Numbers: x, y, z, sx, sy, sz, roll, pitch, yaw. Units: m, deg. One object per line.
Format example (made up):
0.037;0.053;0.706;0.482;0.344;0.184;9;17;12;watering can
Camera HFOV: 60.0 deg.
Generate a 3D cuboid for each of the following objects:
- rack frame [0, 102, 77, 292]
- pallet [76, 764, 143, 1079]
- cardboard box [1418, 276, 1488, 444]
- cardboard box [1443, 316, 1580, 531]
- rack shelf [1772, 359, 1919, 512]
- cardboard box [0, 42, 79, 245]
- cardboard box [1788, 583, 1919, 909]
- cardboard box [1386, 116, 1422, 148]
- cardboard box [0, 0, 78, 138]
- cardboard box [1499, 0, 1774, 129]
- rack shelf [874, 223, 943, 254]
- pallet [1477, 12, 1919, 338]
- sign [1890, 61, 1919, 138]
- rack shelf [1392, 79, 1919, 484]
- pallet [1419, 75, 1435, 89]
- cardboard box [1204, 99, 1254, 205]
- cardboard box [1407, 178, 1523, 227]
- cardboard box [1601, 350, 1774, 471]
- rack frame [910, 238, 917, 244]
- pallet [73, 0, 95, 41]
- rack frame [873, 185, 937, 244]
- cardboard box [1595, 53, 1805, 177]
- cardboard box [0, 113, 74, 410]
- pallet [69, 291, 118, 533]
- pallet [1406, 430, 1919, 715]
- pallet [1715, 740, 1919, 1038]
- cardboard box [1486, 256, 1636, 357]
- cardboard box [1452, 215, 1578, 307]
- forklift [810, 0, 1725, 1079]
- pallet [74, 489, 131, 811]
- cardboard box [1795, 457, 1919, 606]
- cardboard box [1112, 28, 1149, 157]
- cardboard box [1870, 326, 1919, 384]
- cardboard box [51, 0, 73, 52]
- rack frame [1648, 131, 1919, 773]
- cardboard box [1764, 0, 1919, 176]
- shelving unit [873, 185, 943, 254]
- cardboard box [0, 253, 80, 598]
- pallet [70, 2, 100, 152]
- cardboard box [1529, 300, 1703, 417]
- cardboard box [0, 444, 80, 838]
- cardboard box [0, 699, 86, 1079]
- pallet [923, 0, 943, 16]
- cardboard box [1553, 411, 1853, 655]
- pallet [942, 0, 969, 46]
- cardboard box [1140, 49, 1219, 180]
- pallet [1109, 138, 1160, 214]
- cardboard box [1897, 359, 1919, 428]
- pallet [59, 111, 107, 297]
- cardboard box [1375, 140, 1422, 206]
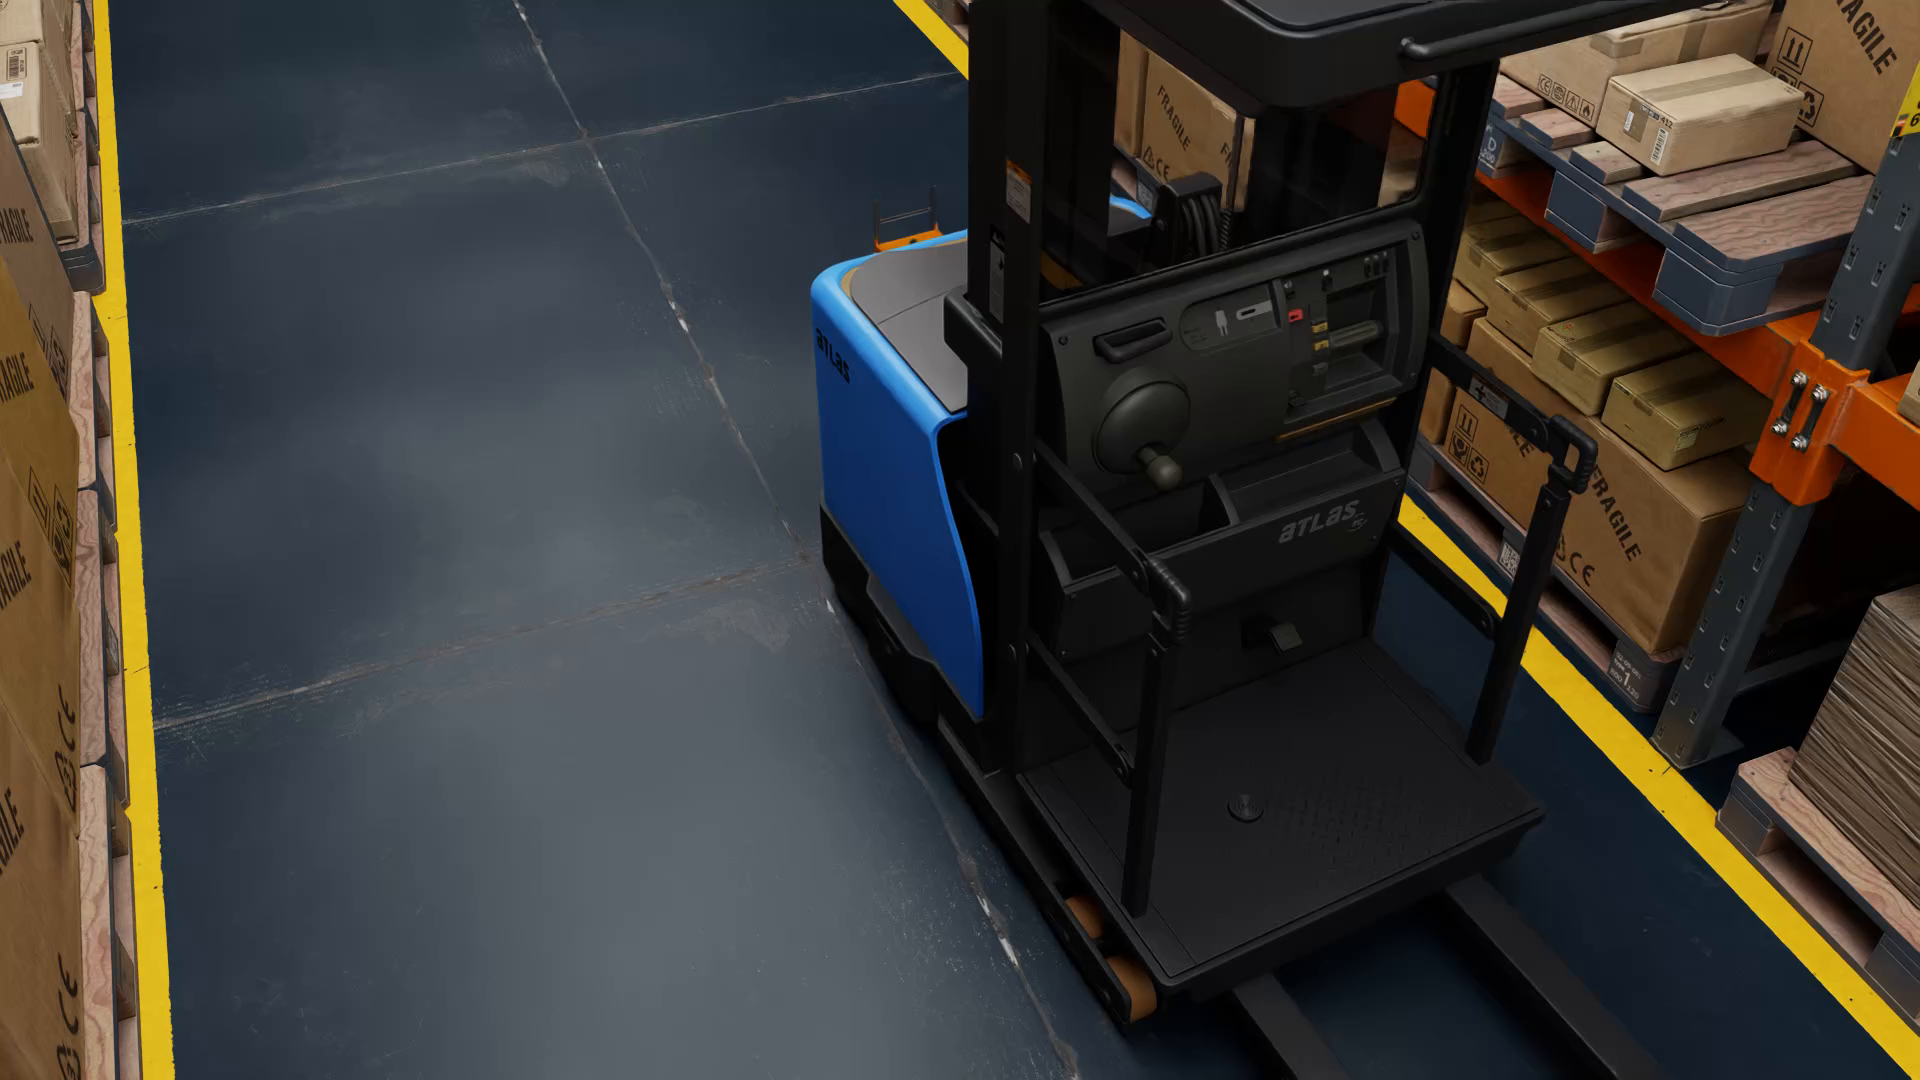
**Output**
-3.725;-1.835;5.084;1.000;3.000;0.127;-15;43;-17;rack frame
-2.427;1.138;3.765;1.003;0.211;1.213;-15;43;-17;pallet
1.645;-0.698;5.356;0.500;0.500;0.500;-13;42;-15;cardboard box
1.847;-0.383;4.990;0.500;0.500;0.500;-16;43;-17;cardboard box
3.155;0.811;2.558;1.077;0.370;4.000;-15;43;-17;rack shelf
-3.866;-1.428;6.253;0.875;0.438;0.875;-16;43;-17;cardboard box
2.616;0.454;3.921;0.875;0.625;0.625;-14;43;-16;cardboard box
1.438;-1.325;5.587;0.380;0.149;0.250;-15;43;-17;cardboard box
-4.210;-1.967;6.880;0.875;0.438;0.875;-16;43;-18;cardboard box
1.687;-1.324;4.282;0.500;0.250;0.500;-17;44;-19;cardboard box
-0.104;-0.740;4.887;0.215;0.259;0.240;-19;44;-20;rack shelf
2.066;-0.984;4.241;1.213;0.211;1.003;-15;43;-17;pallet
1.892;-0.934;3.209;0.100;0.325;0.005;-15;43;-17;sign
1.624;-1.598;5.360;1.077;0.370;4.000;-15;43;-17;rack shelf
1.641;-1.764;5.148;1.003;0.211;1.213;-15;43;-17;pallet
1.236;-1.320;6.079;0.500;0.500;0.500;-16;43;-18;cardboard box
1.619;-1.005;5.216;0.380;0.149;0.250;-16;43;-17;cardboard box
1.967;-0.358;4.463;0.380;0.149;0.250;-17;44;-19;cardboard box
-0.048;-0.462;4.982;0.200;1.050;0.008;-19;44;-20;rack frame
-4.878;-2.726;8.258;1.003;0.211;1.213;-15;43;-17;pallet
-0.160;-0.604;5.147;0.200;1.050;0.008;-19;44;-20;rack frame
1.784;-1.030;4.018;0.380;0.149;0.250;-14;43;-16;cardboard box
-3.414;-0.836;5.229;0.875;0.875;0.875;-14;43;-16;cardboard box
-3.360;-0.332;5.474;1.003;0.211;1.213;-15;43;-17;pallet
2.139;-0.068;5.168;1.003;0.211;1.213;-15;43;-17;pallet
2.669;0.897;4.046;1.003;0.211;1.213;-15;43;-17;pallet
1.774;-0.684;4.843;0.380;0.149;0.250;-16;43;-18;cardboard box
1.715;-0.855;5.041;0.380;0.149;0.250;-14;43;-16;cardboard box
0.706;-0.312;3.365;1.130;2.935;3.031;-19;44;-20;forklift
-2.890;0.404;4.618;1.003;0.211;1.213;-15;43;-17;pallet
2.487;-0.202;4.779;0.500;0.500;0.500;-14;43;-15;cardboard box
0.836;-1.940;6.800;0.500;0.500;0.500;-13;42;-15;cardboard box
2.478;-0.516;4.647;0.380;0.149;0.250;-13;42;-15;cardboard box
-4.553;-2.511;7.512;0.875;0.438;0.875;-14;43;-16;cardboard box
2.390;-0.666;3.724;1.000;3.000;0.127;-15;43;-17;rack frame
2.337;-1.213;3.961;0.500;0.500;0.500;-13;42;-15;cardboard box
-0.104;-0.533;5.065;0.215;1.050;0.252;-19;44;-20;shelving unit
-3.061;-0.293;4.598;0.875;0.875;0.875;-14;43;-16;cardboard box
-4.415;-1.992;7.404;1.003;0.211;1.213;-15;43;-17;pallet
1.834;-0.515;4.646;0.380;0.149;0.250;-17;44;-19;cardboard box
-2.720;0.245;3.972;0.875;0.875;0.875;-15;43;-16;cardboard box
-2.382;0.784;3.346;0.875;0.875;0.875;-15;43;-17;cardboard box
0.127;-3.169;8.773;1.003;0.211;1.213;-15;43;-17;pallet
2.029;-0.079;4.636;0.500;0.500;0.500;-14;43;-16;cardboard box
0.597;-2.433;7.917;1.003;0.211;1.213;-15;43;-17;pallet
1.049;-1.622;6.430;0.500;0.500;0.500;-16;43;-17;cardboard box
1.205;-1.538;6.877;1.003;0.211;1.213;-15;43;-17;pallet
2.334;-0.281;3.392;0.500;0.250;0.500;-15;43;-17;cardboard box
-3.944;-1.256;6.548;1.003;0.211;1.213;-15;43;-17;pallet
1.485;-1.164;5.400;0.380;0.149;0.250;-17;44;-19;cardboard box
